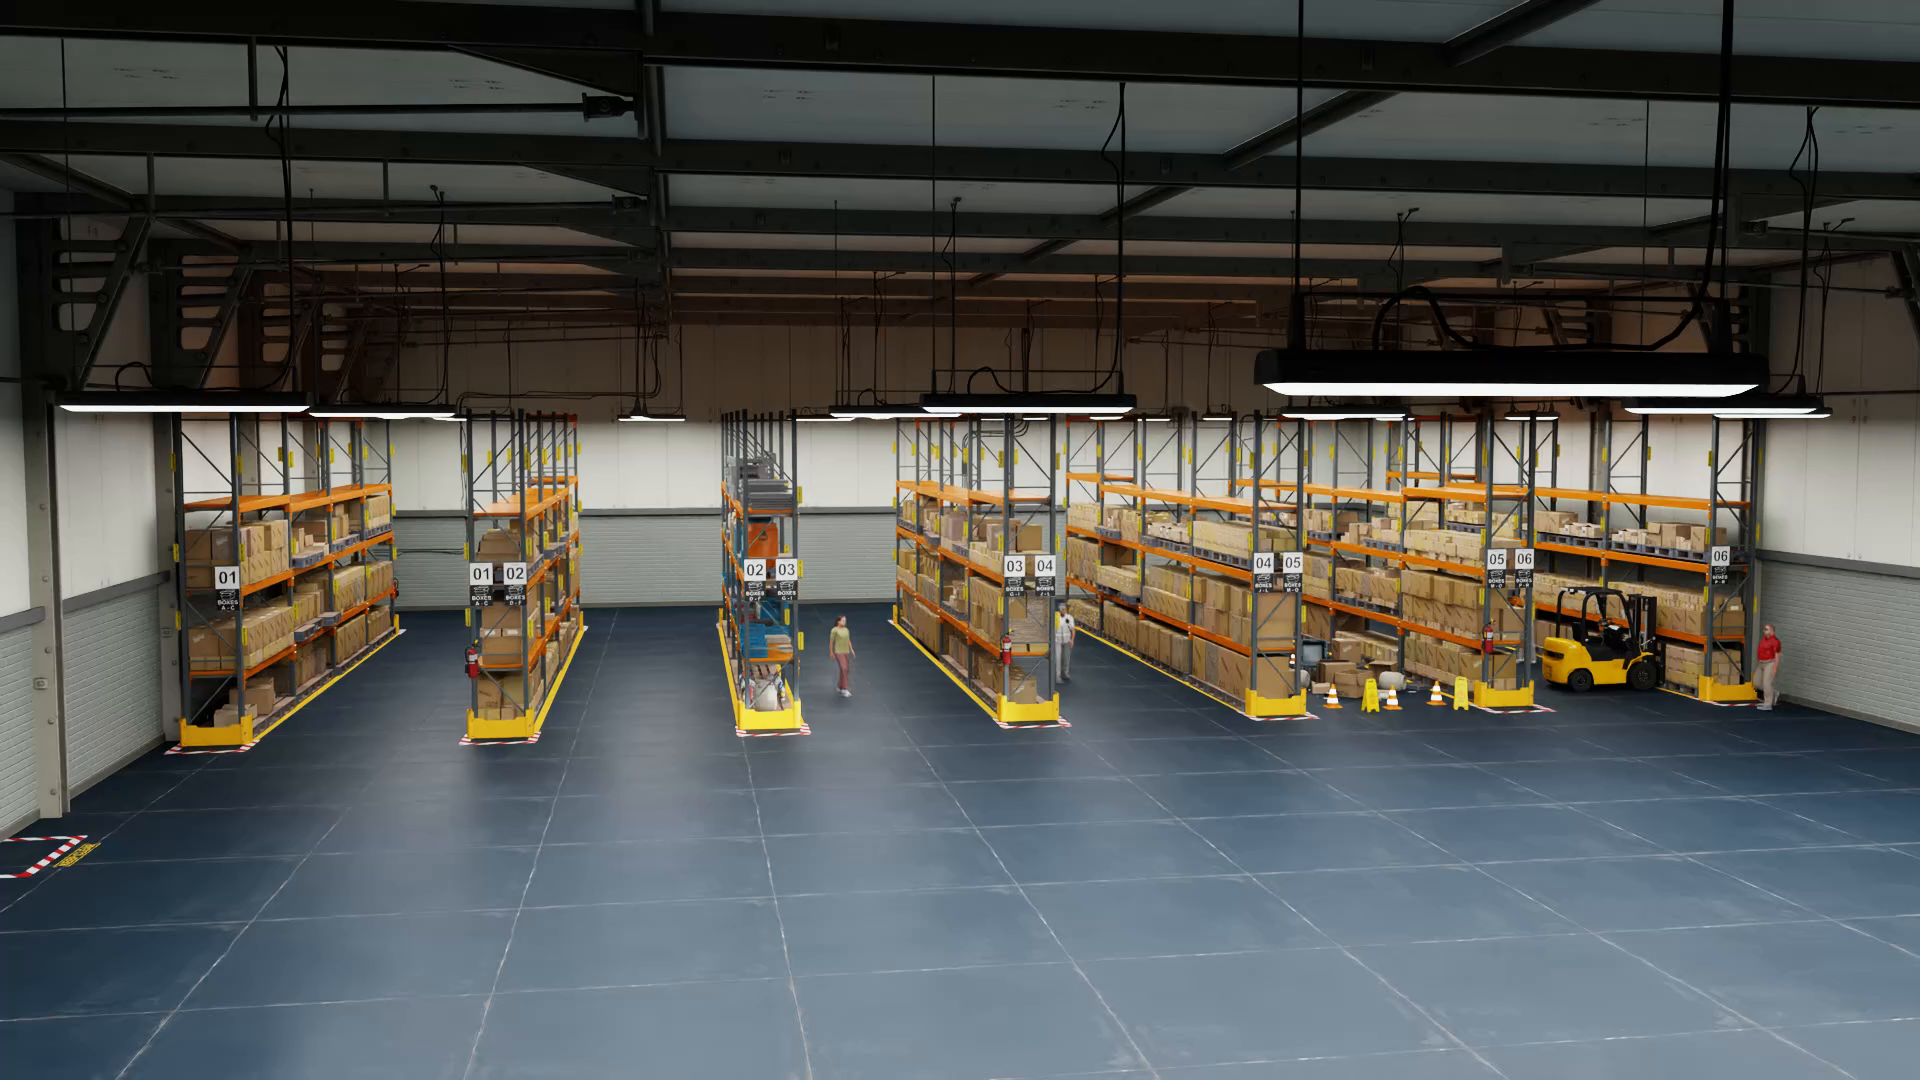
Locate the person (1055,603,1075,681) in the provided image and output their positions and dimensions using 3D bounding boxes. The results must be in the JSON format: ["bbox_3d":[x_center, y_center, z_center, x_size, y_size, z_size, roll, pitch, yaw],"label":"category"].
[{"bbox_3d":[2.292,2.255,37.070,0.550,1.711,1.000,0,4,3],"label":"person"}]

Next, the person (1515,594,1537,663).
[{"bbox_3d":[13.565,2.139,39.782,0.439,1.697,0.683,-2,4,-23],"label":"person"}]

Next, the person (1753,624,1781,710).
[{"bbox_3d":[16.198,2.527,33.231,0.630,1.709,0.549,-1,4,-14],"label":"person"}]

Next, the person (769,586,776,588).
[{"bbox_3d":[-5.029,1.770,44.736,0.504,1.679,0.490,2,5,32],"label":"person"}]

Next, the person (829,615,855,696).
[{"bbox_3d":[-2.435,2.443,35.282,0.673,1.694,0.470,4,6,45],"label":"person"}]
